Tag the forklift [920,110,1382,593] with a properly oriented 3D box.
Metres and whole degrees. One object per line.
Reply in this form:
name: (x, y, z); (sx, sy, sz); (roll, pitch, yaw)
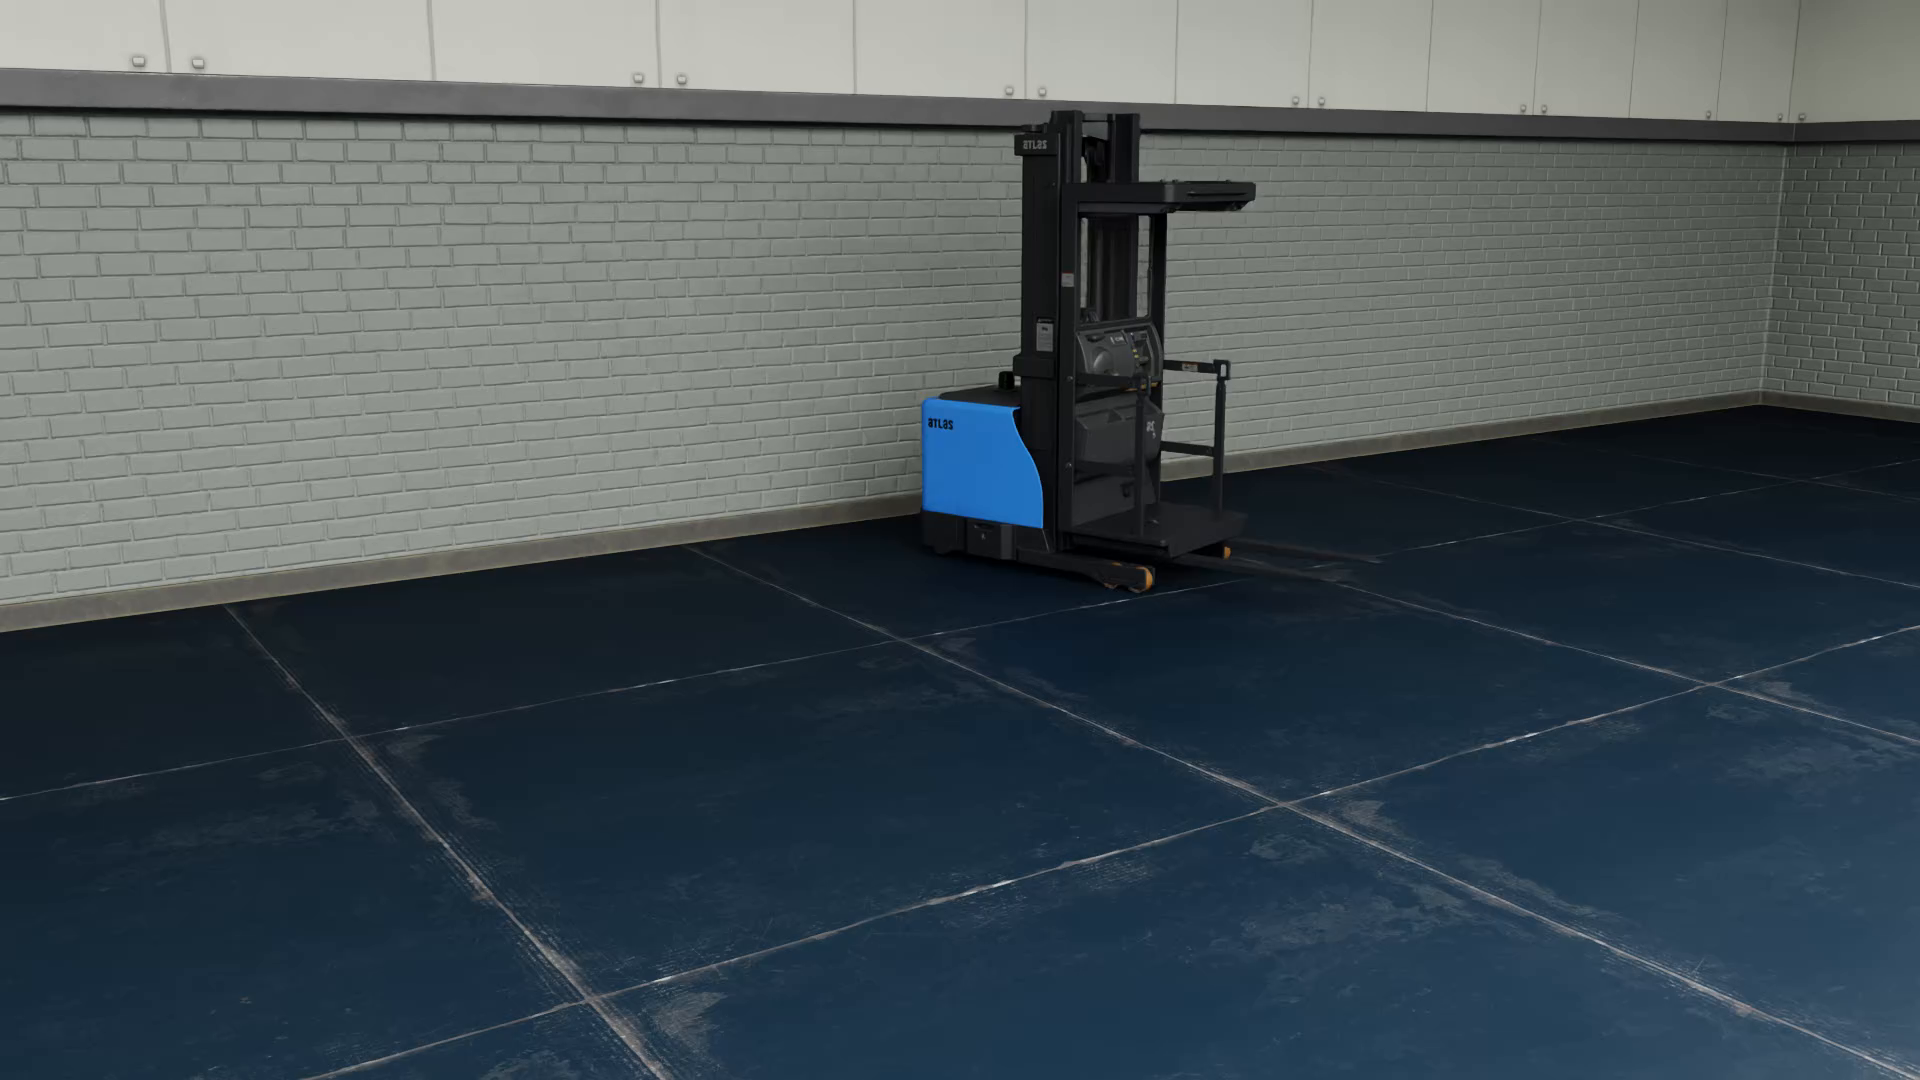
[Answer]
forklift: (1.199, -1.229, 10.623); (3.031, 2.935, 1.130); (9, 15, 37)
